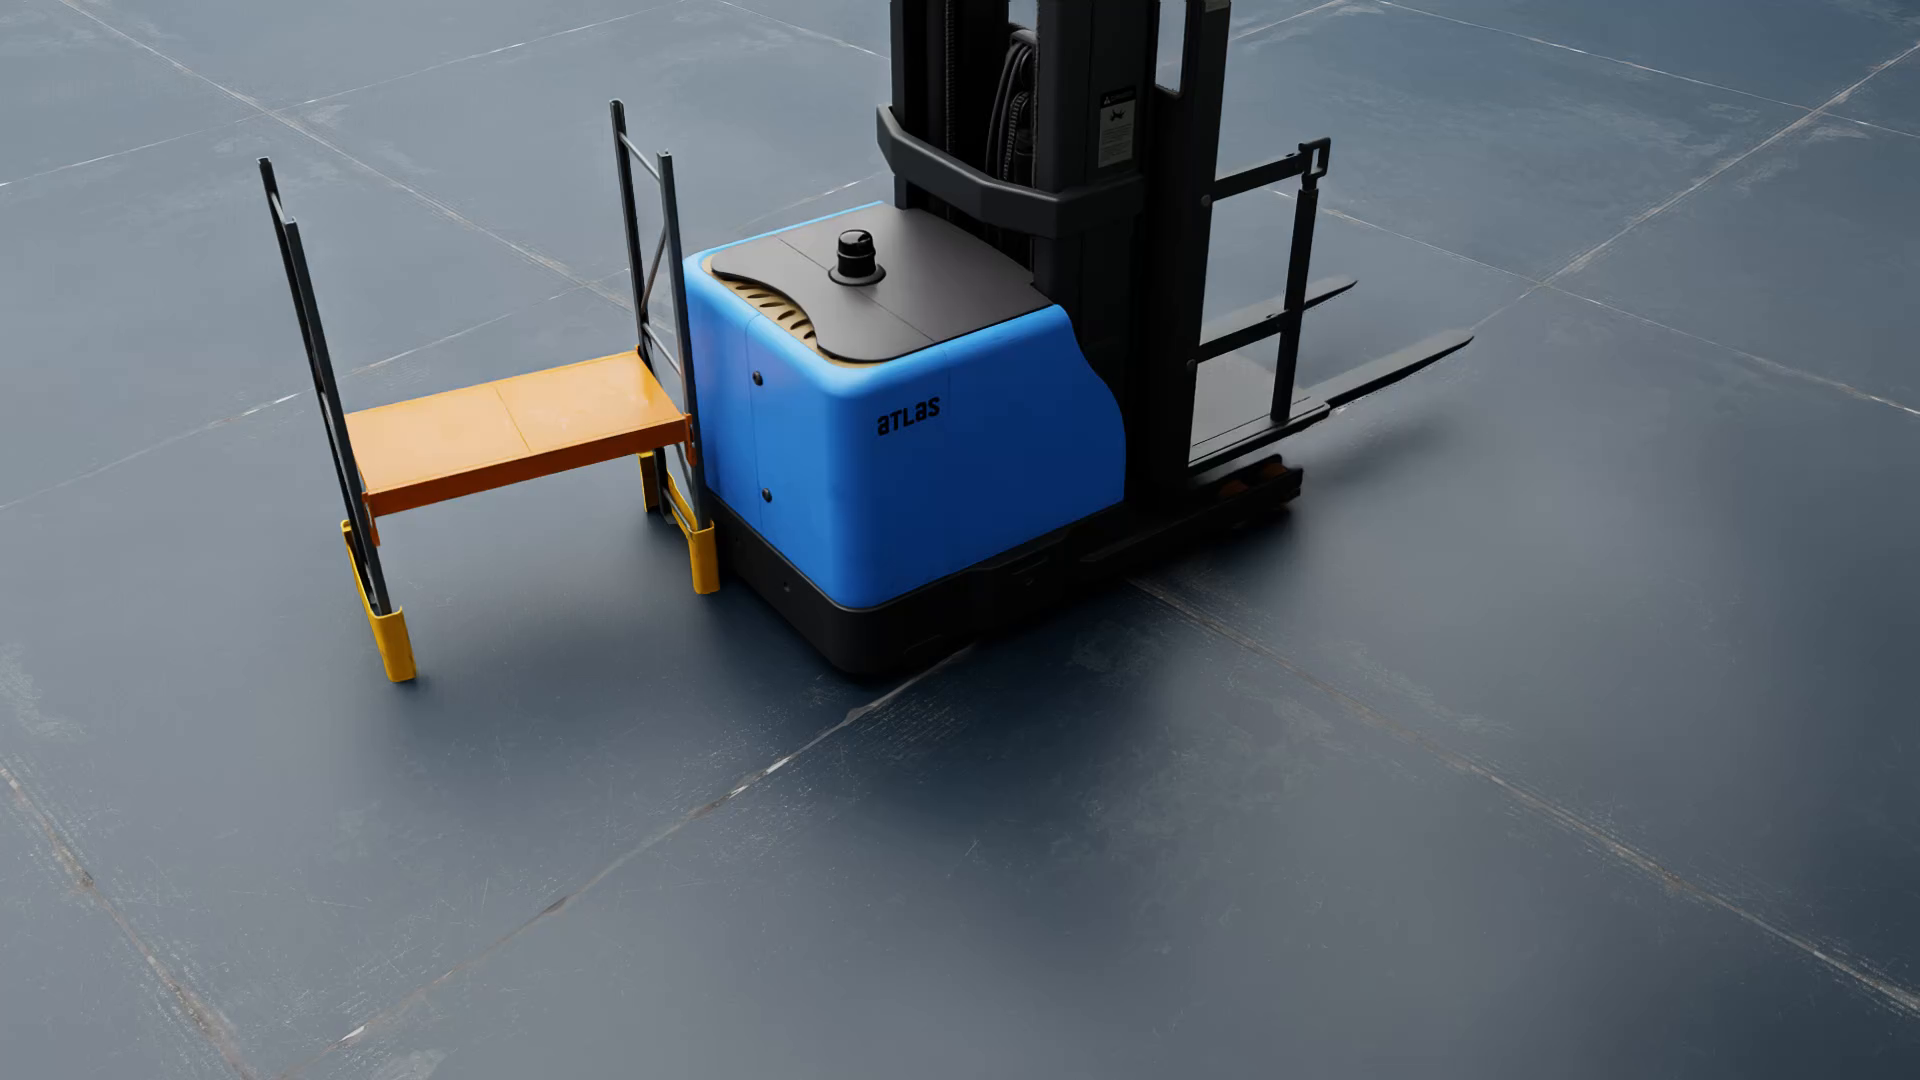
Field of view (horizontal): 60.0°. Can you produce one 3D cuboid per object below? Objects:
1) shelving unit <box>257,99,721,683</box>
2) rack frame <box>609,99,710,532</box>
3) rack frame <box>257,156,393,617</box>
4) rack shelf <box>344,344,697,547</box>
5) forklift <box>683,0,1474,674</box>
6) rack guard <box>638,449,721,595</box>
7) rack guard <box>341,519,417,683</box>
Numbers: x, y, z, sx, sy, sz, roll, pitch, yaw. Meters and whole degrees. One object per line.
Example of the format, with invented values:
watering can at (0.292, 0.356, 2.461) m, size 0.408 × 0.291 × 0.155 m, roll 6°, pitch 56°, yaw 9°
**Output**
shelving unit at (-1.400, -0.460, 5.099) m, size 1.083 × 1.500 × 0.587 m, roll -16°, pitch 38°, yaw -22°
rack frame at (-0.938, -0.594, 5.290) m, size 0.032 × 1.500 × 0.500 m, roll -16°, pitch 38°, yaw -22°
rack frame at (-1.845, -0.332, 4.915) m, size 0.032 × 1.500 × 0.500 m, roll -16°, pitch 38°, yaw -22°
rack shelf at (-1.392, -0.315, 5.205) m, size 1.000 × 0.185 × 0.538 m, roll -16°, pitch 38°, yaw -22°
forklift at (0.595, -1.464, 5.286) m, size 3.031 × 2.935 × 1.130 m, roll -23°, pitch 41°, yaw -29°
rack guard at (-0.955, -0.076, 5.641) m, size 0.087 × 0.250 × 0.587 m, roll -16°, pitch 38°, yaw -22°
rack guard at (-1.844, 0.180, 5.273) m, size 0.087 × 0.250 × 0.587 m, roll -16°, pitch 38°, yaw -22°
